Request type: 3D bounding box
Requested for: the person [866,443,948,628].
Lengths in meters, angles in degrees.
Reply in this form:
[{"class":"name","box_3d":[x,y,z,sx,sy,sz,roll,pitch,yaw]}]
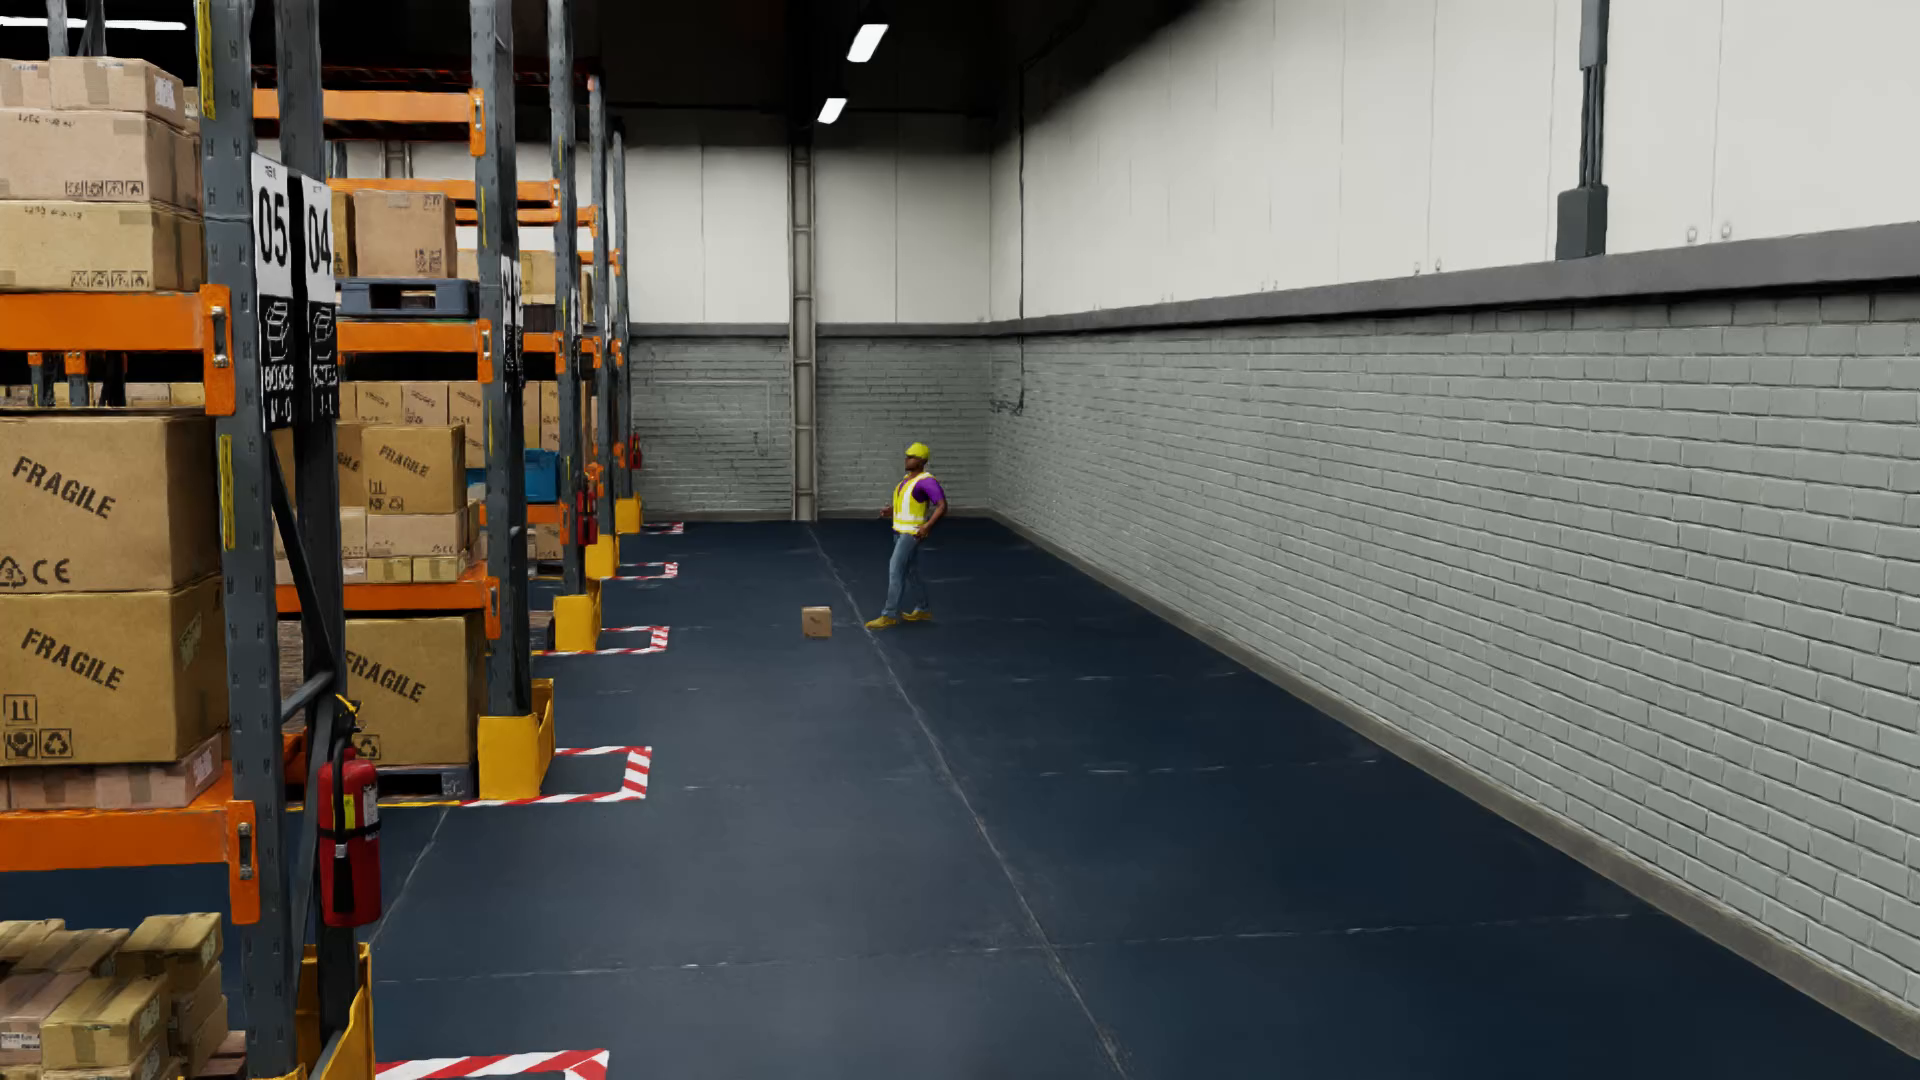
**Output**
[{"class":"person","box_3d":[-0.580,-0.053,16.058,0.740,1.761,0.750,-3,7,-22]}]
